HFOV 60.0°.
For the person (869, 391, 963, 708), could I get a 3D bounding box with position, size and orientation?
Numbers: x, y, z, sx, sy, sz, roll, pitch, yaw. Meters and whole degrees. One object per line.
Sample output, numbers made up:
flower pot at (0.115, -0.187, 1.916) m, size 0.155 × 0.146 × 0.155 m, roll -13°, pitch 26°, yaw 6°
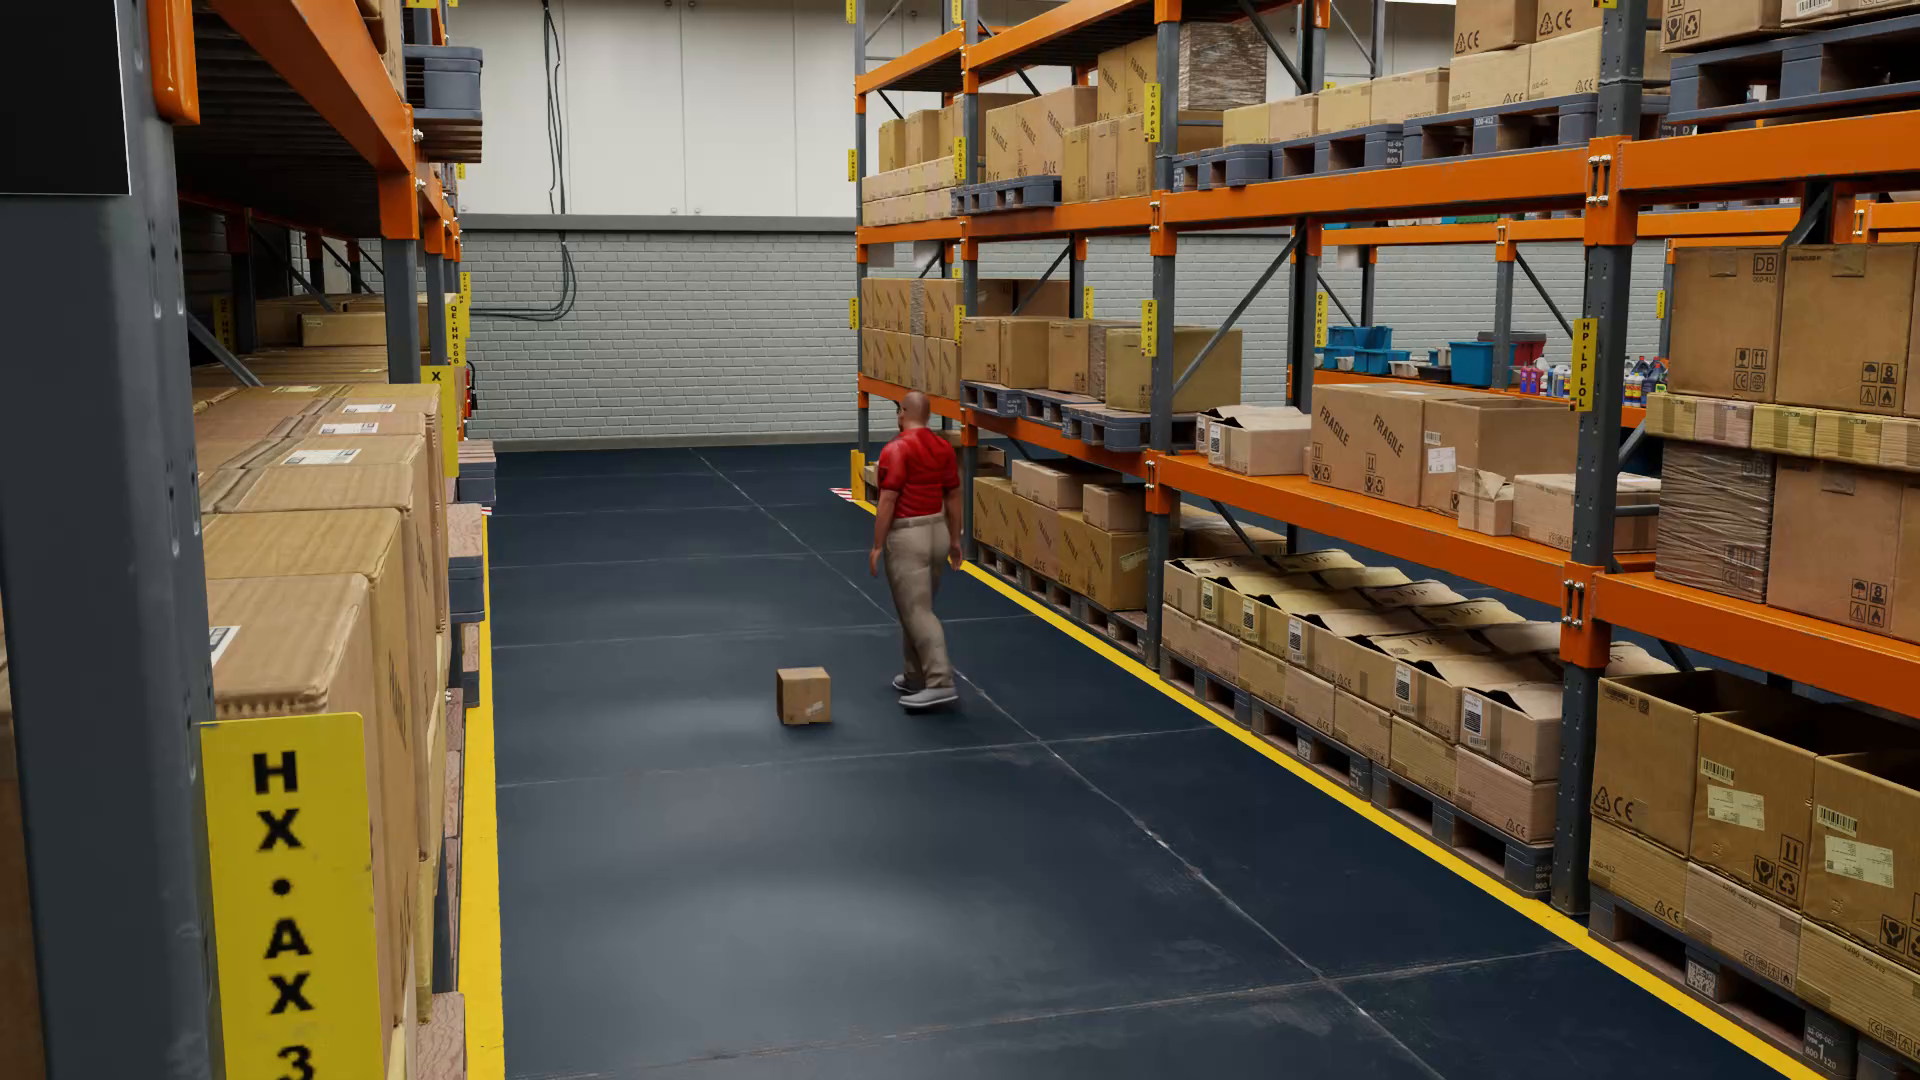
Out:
person at (-0.219, 0.039, 9.199) m, size 0.611 × 1.716 × 0.622 m, roll 8°, pitch 12°, yaw 39°
